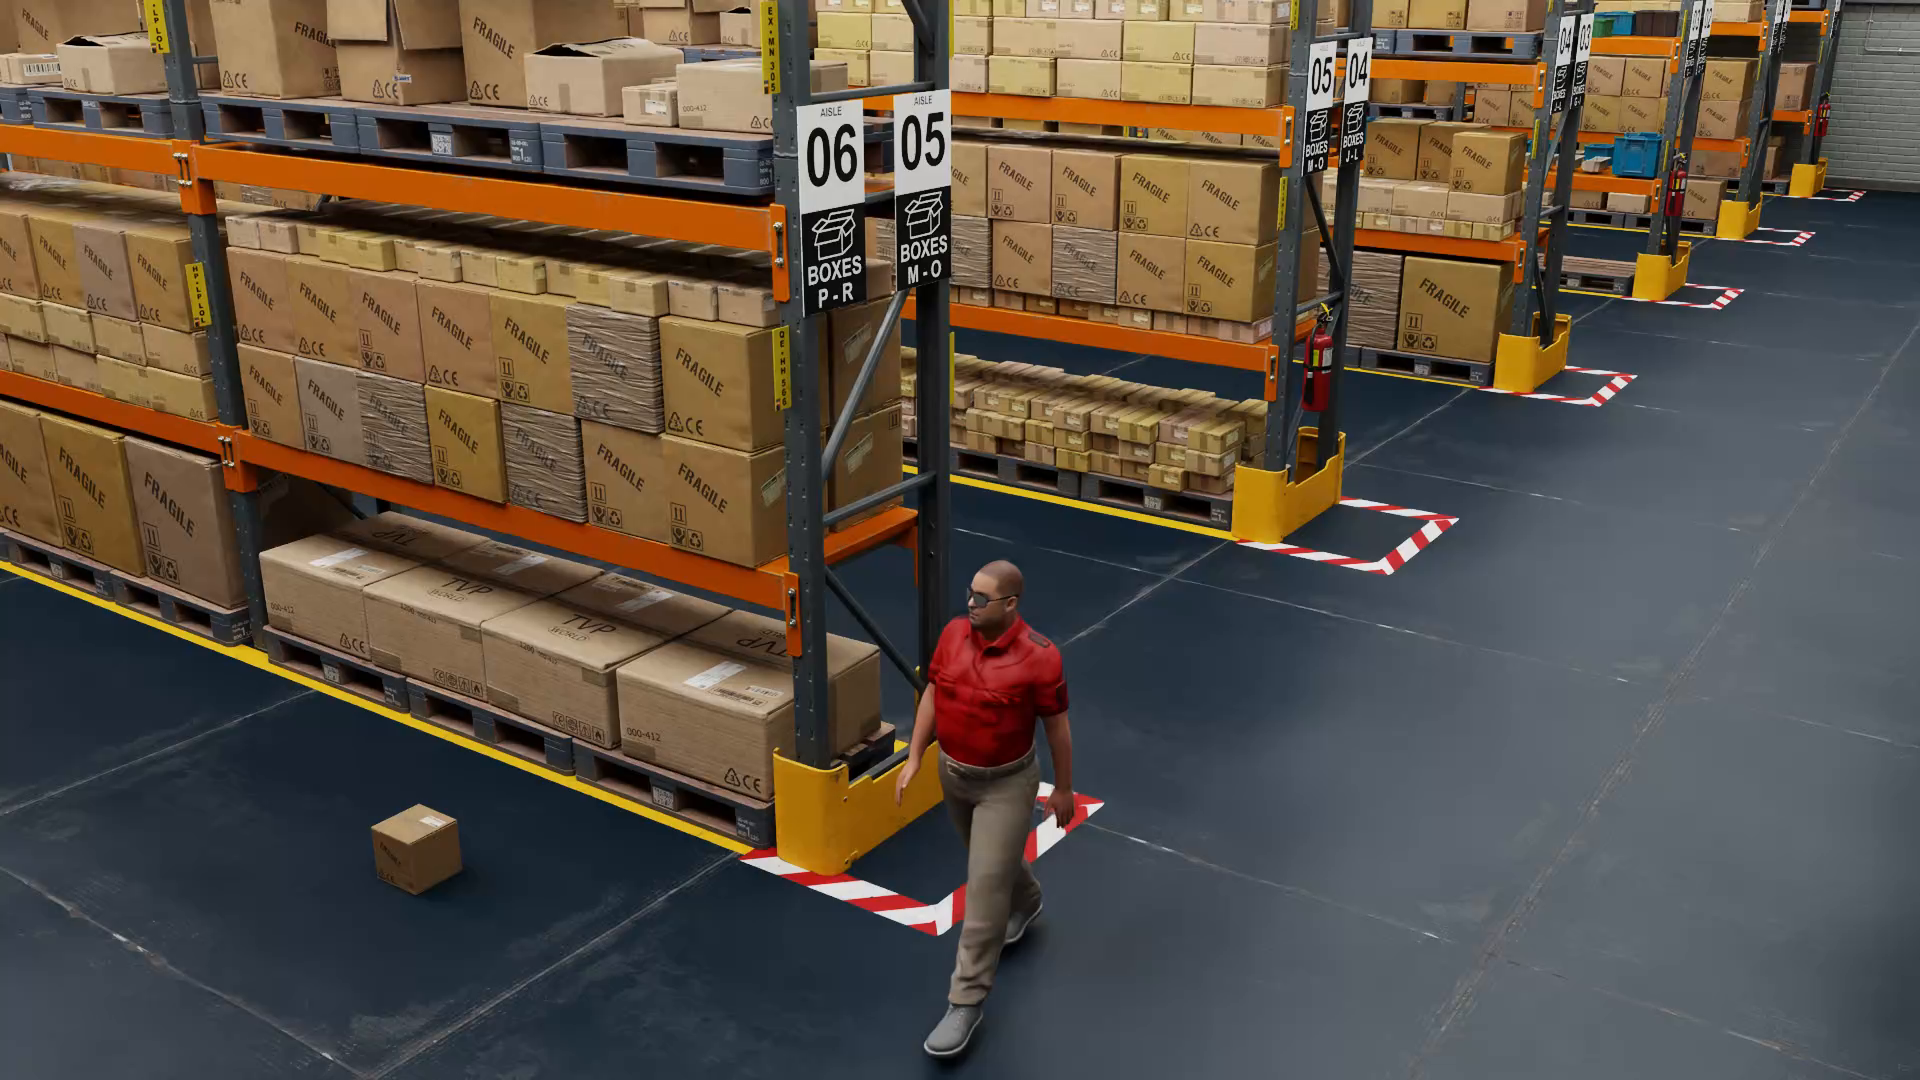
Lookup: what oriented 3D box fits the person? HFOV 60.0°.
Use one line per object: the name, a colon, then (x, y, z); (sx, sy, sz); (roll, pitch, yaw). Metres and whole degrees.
person: (0.049, 0.885, 6.091); (0.575, 1.662, 1.025); (16, 25, 37)
